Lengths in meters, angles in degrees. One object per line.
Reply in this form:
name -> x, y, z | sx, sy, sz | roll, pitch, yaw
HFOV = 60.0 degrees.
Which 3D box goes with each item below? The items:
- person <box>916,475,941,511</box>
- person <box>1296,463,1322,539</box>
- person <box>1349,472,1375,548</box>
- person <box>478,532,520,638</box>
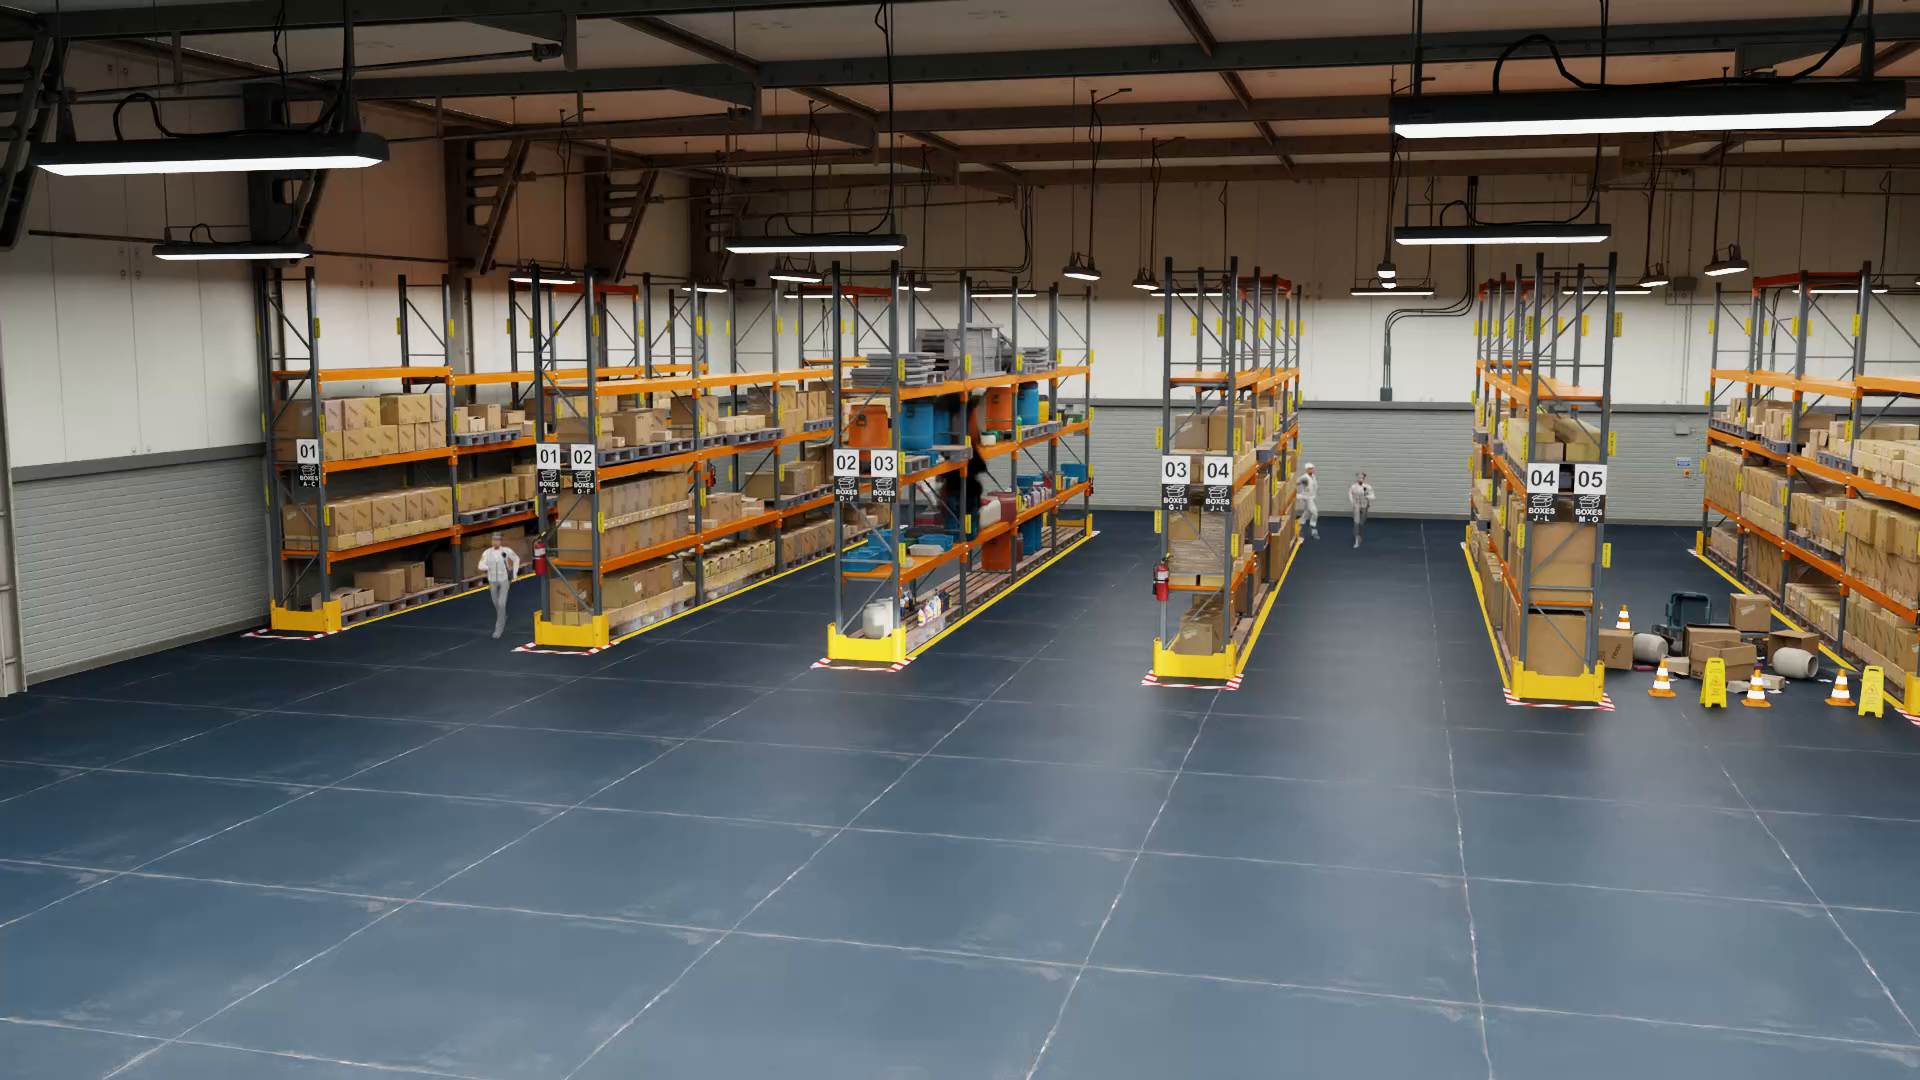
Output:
person -> -0.810, -1.235, 42.522 | 0.685, 1.765, 0.702 | 6, 9, 39
person -> 8.357, -0.942, 39.902 | 0.784, 1.837, 0.680 | 5, 9, 35
person -> 9.296, -0.712, 38.517 | 0.586, 1.749, 0.782 | 1, 7, 11
person -> -7.548, 0.690, 27.236 | 0.597, 1.702, 0.919 | 0, 7, -1
